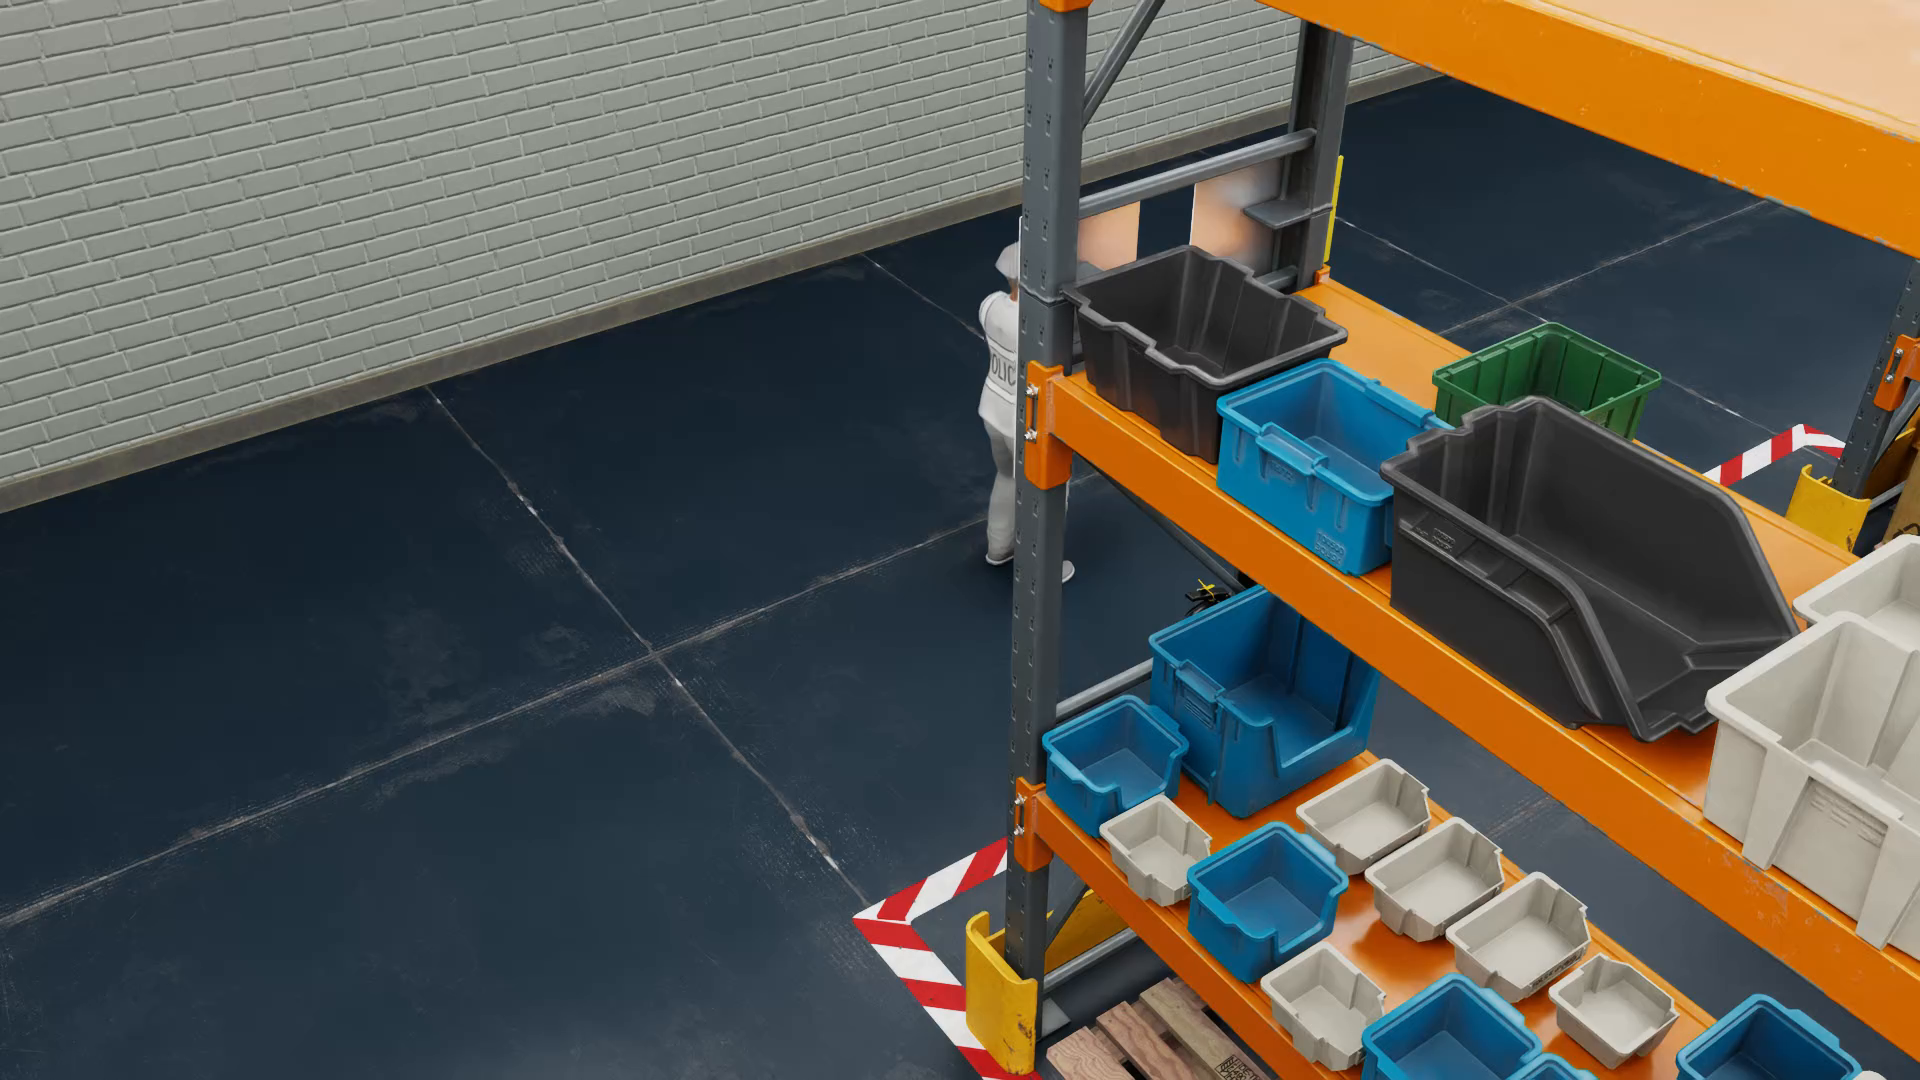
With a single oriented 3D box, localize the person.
[{"bbox_3d":[0.372,-0.598,7.809,0.564,1.768,0.490,-23,42,-28],"label":"person"}]
